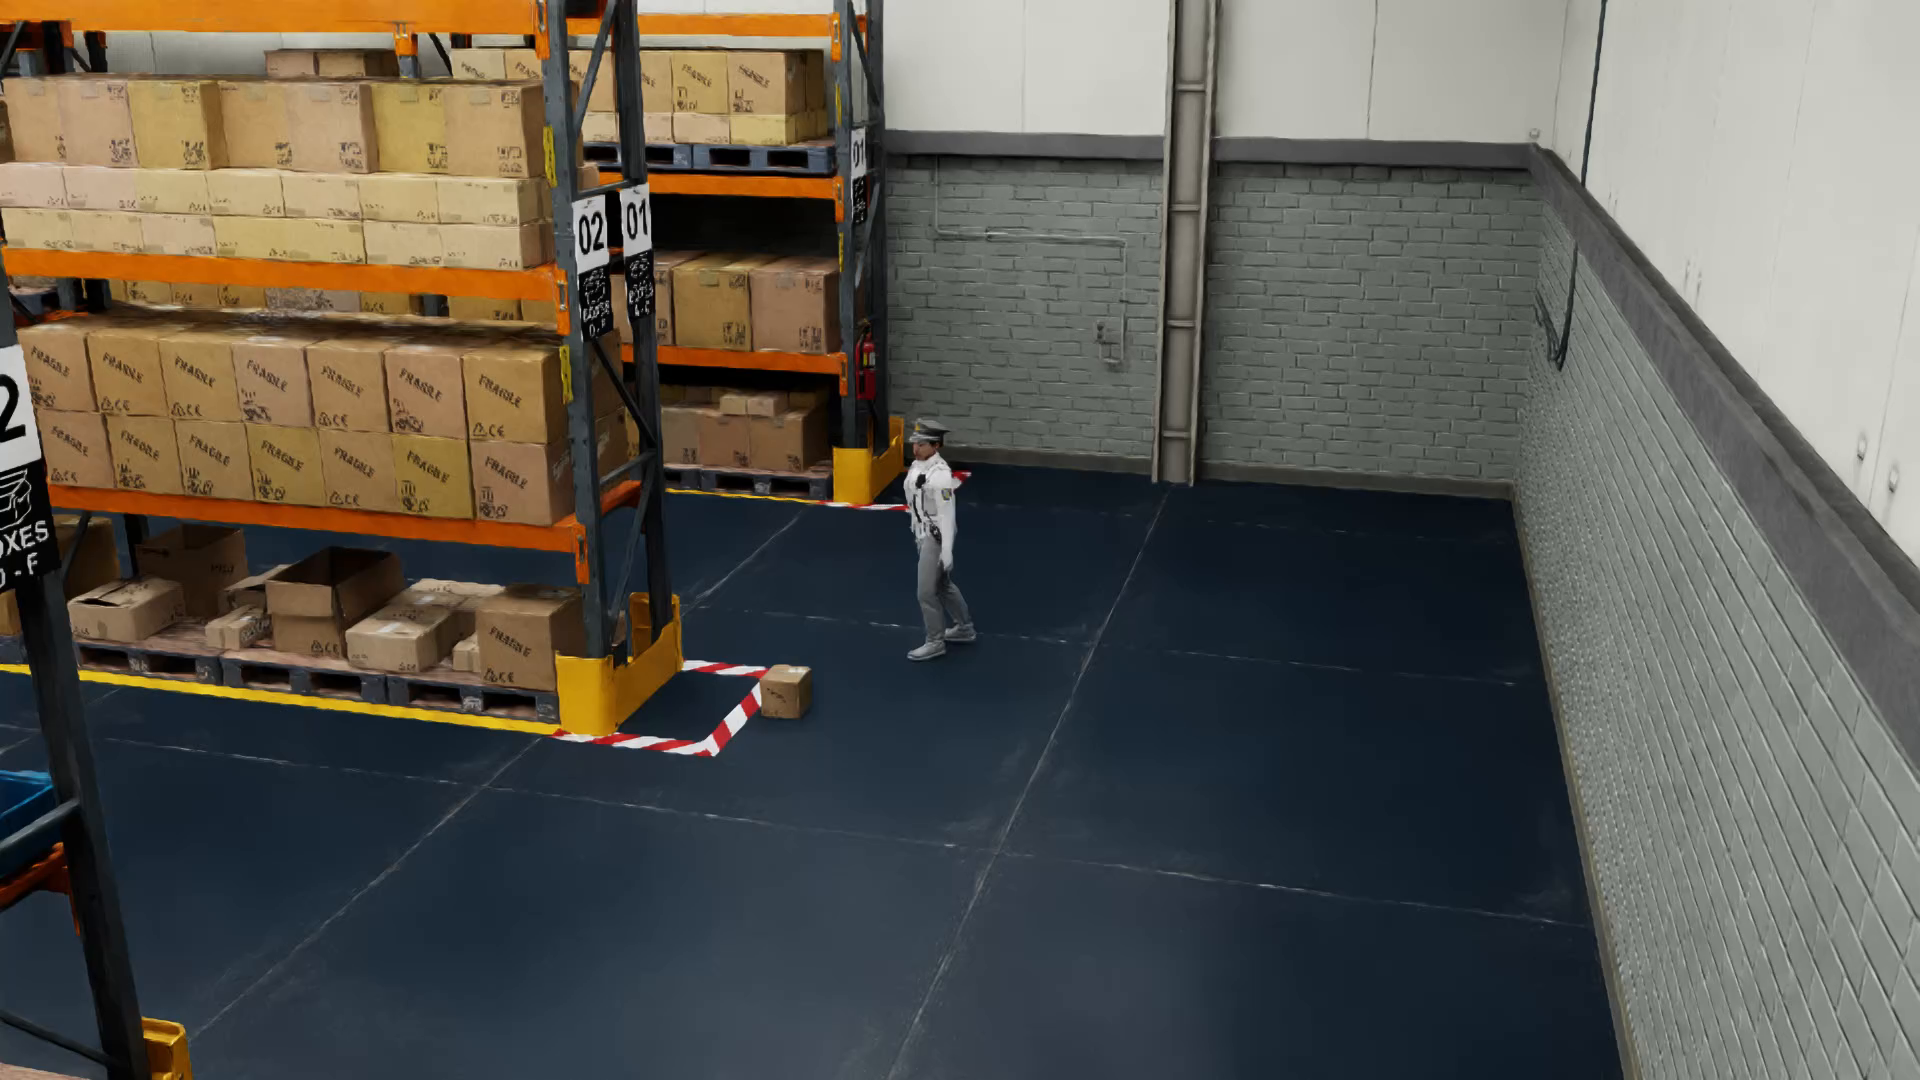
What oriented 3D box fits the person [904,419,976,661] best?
[{"bbox_3d":[-0.118,-0.020,11.105,0.535,1.666,0.519,-6,19,-17],"label":"person"}]
